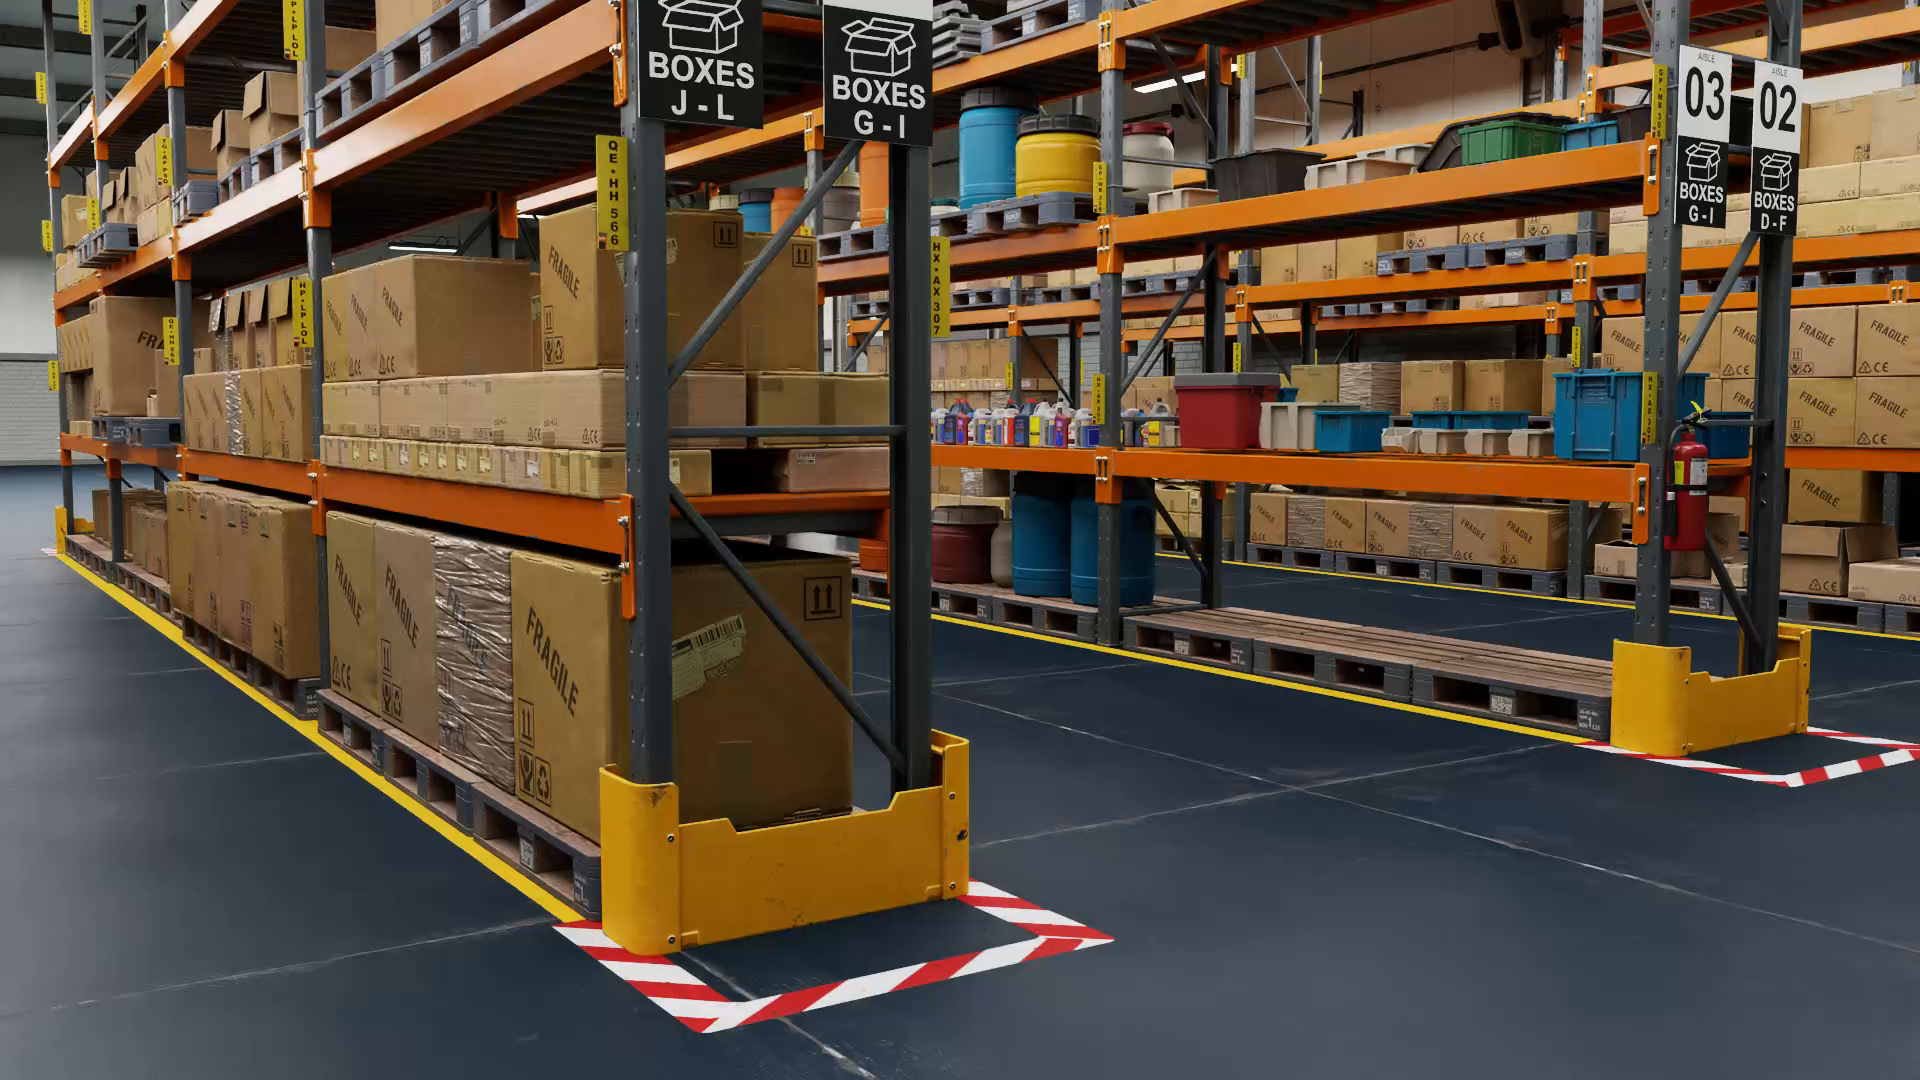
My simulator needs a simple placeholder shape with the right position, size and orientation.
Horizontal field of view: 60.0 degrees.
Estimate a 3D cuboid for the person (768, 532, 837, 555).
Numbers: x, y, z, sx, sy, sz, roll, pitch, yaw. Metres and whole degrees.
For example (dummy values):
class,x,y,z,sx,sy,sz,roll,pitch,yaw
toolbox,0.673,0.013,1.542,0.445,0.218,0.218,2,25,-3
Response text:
class,x,y,z,sx,sy,sz,roll,pitch,yaw
person,-0.954,-0.034,9.168,0.542,1.777,0.537,-3,5,-34
